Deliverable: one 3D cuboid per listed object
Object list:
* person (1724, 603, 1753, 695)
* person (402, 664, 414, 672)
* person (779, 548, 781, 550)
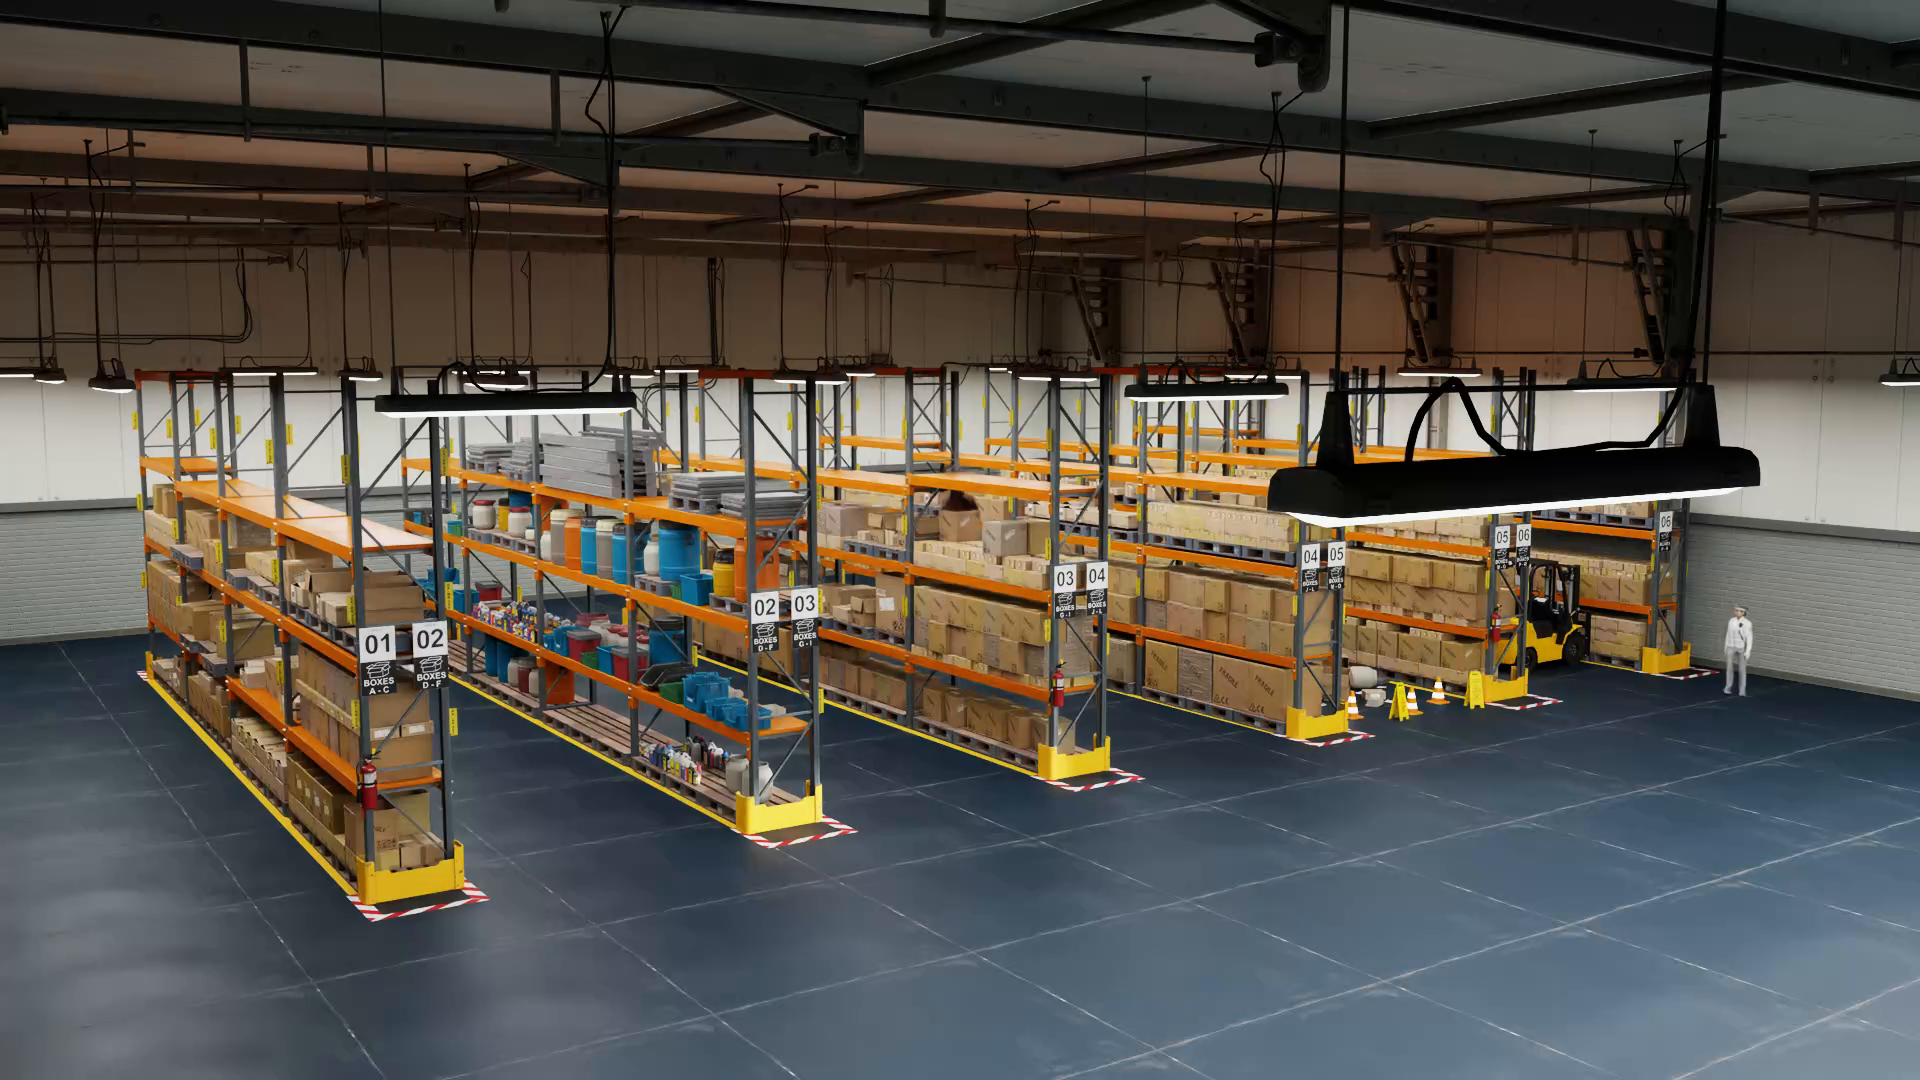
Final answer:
[{"bbox_3d":[14.395,2.015,30.772,0.511,1.692,0.378,5,8,39],"label":"person"},{"bbox_3d":[-8.815,2.463,26.343,0.491,1.743,0.940,-4,7,-30],"label":"person"},{"bbox_3d":[-4.399,0.978,39.811,0.636,1.746,0.531,-2,7,-21],"label":"person"}]
